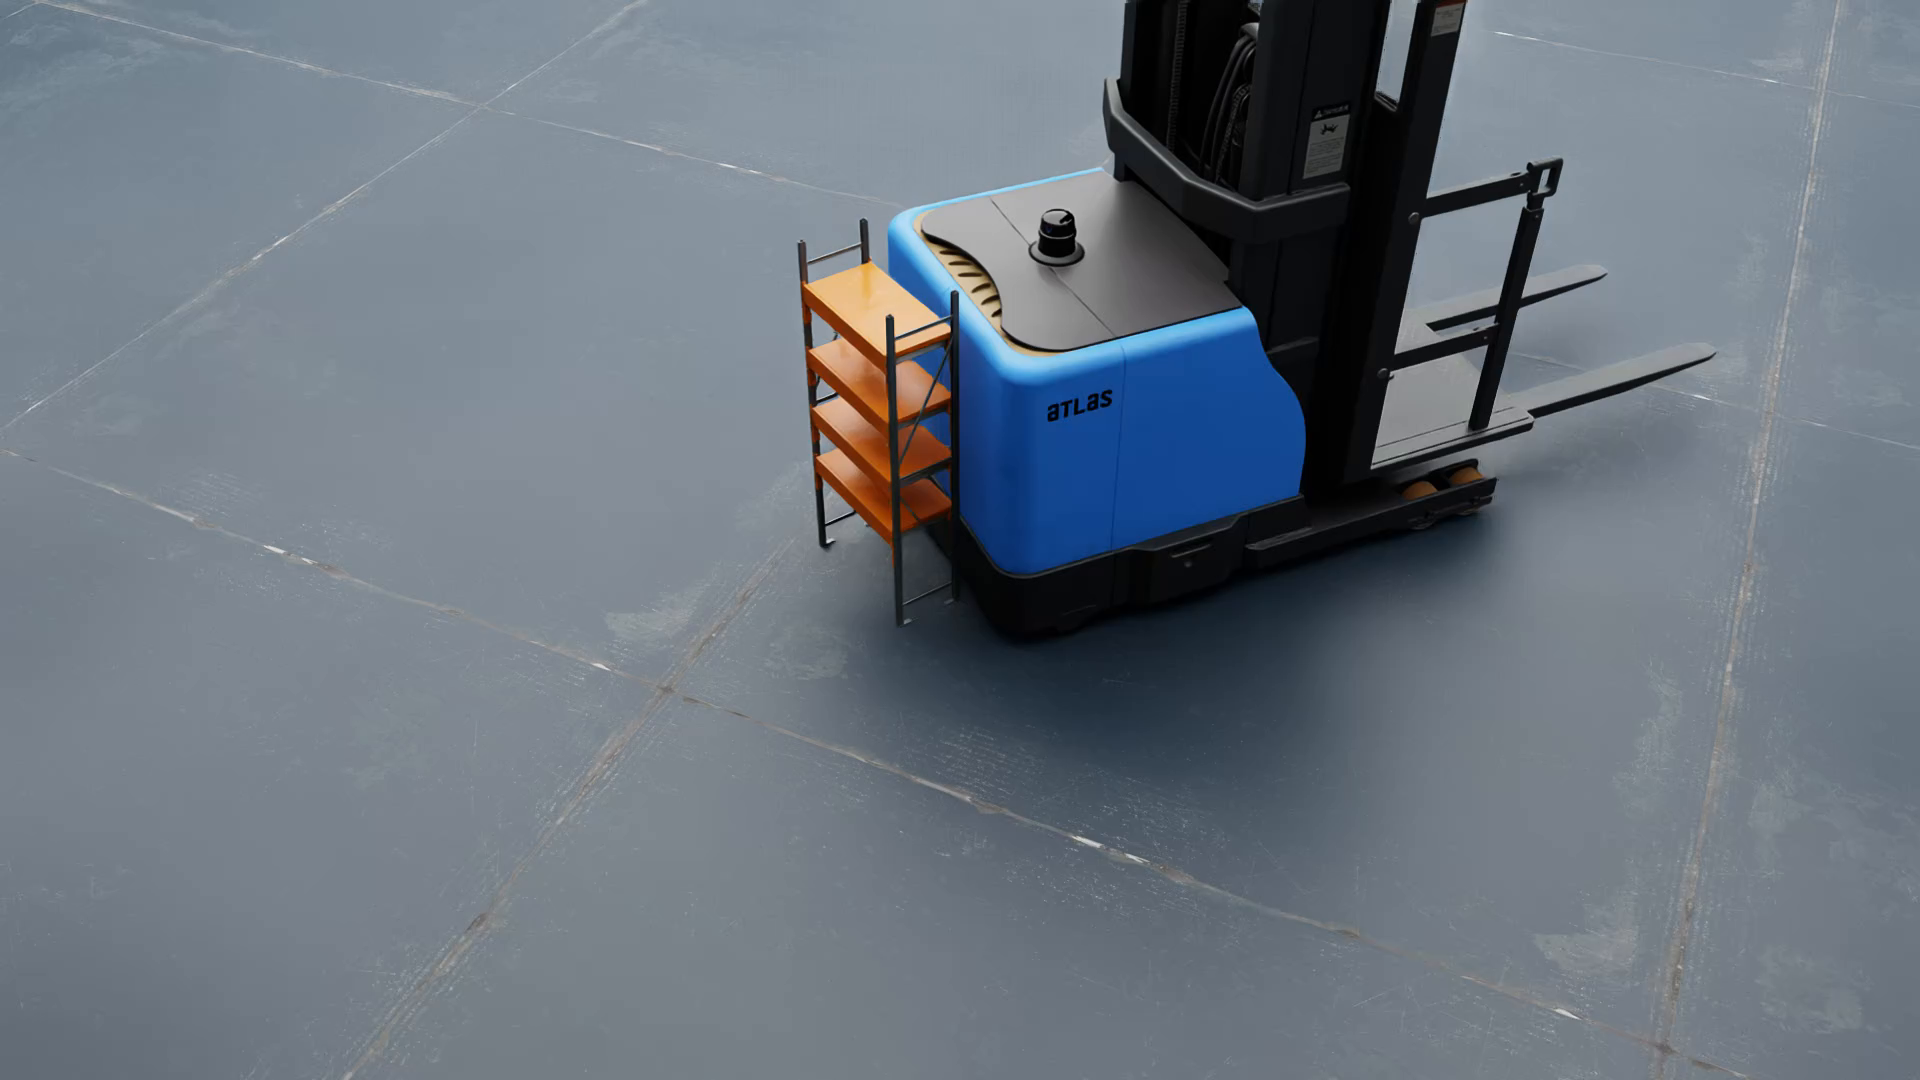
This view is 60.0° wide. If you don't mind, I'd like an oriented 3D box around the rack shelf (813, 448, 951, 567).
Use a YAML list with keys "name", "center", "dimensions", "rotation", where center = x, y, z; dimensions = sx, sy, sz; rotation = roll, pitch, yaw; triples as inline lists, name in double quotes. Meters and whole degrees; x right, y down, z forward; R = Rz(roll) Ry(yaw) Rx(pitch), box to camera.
- name: "rack shelf"
  center: [-0.243, -0.144, 5.406]
  dimensions: [0.258, 0.148, 0.480]
  rotation: [-24, 46, -25]

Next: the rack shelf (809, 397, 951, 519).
- name: "rack shelf"
  center: [-0.243, -0.294, 5.276]
  dimensions: [0.258, 0.148, 0.480]
  rotation: [-24, 46, -25]

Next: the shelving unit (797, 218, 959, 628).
- name: "shelving unit"
  center: [-0.243, -0.345, 5.232]
  dimensions: [0.258, 1.200, 0.503]
  rotation: [-24, 46, -25]

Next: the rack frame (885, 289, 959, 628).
- name: "rack frame"
  center: [-0.105, -0.213, 5.080]
  dimensions: [0.240, 1.200, 0.015]
  rotation: [-24, 46, -25]

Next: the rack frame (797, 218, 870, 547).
- name: "rack frame"
  center: [-0.382, -0.477, 5.384]
  dimensions: [0.240, 1.200, 0.015]
  rotation: [-24, 46, -25]

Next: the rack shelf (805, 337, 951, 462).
- name: "rack shelf"
  center: [-0.243, -0.463, 5.130]
  dimensions: [0.258, 0.148, 0.480]
  rotation: [-24, 46, -25]

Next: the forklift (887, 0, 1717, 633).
- name: "forklift"
  center: [1.317, -1.446, 5.180]
  dimensions: [3.031, 2.935, 1.130]
  rotation: [-16, 43, -18]

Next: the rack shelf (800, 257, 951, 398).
- name: "rack shelf"
  center: [-0.243, -0.642, 4.975]
  dimensions: [0.258, 0.148, 0.480]
  rotation: [-24, 46, -25]
